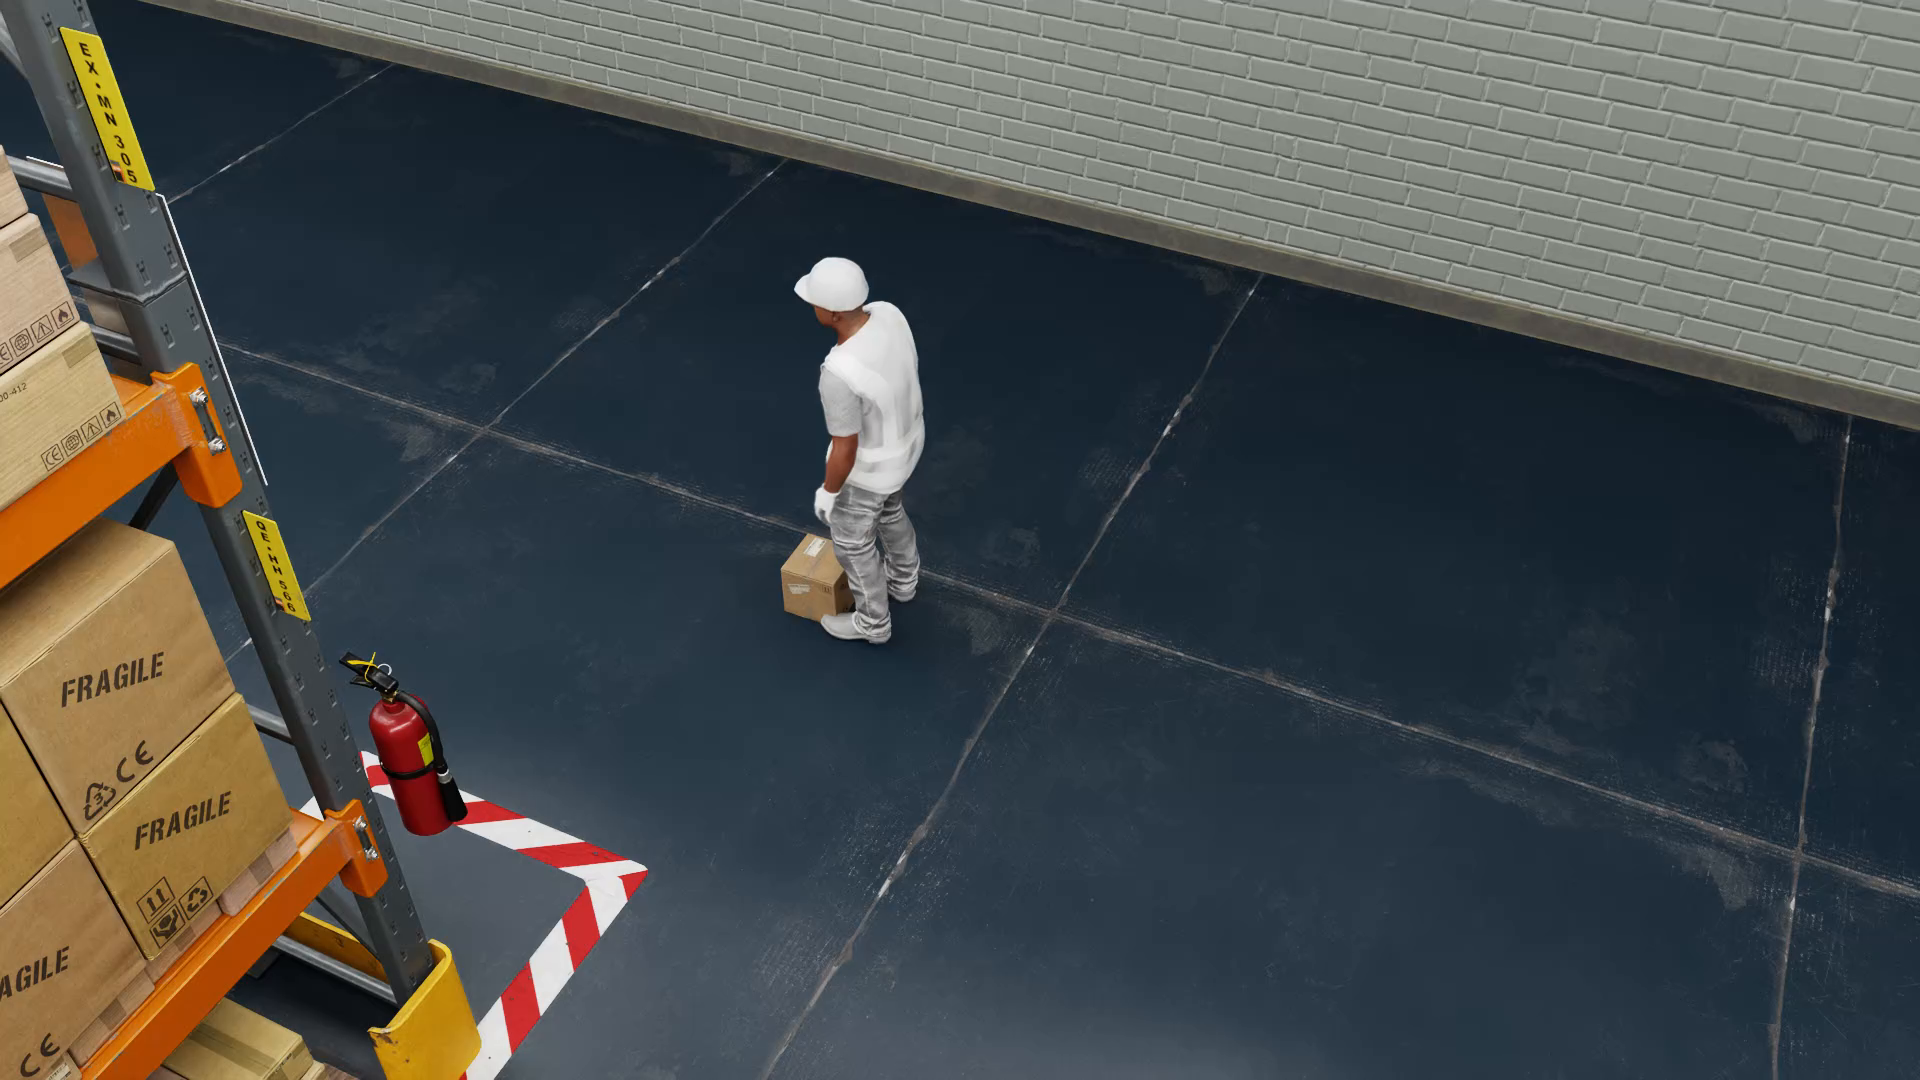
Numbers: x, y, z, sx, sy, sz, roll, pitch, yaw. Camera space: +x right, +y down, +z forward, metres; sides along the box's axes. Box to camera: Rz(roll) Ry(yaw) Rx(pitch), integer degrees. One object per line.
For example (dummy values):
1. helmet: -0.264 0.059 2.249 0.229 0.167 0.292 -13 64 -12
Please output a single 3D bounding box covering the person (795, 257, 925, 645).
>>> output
1. person: -0.378 -0.333 6.525 0.444 1.776 0.632 15 44 17
